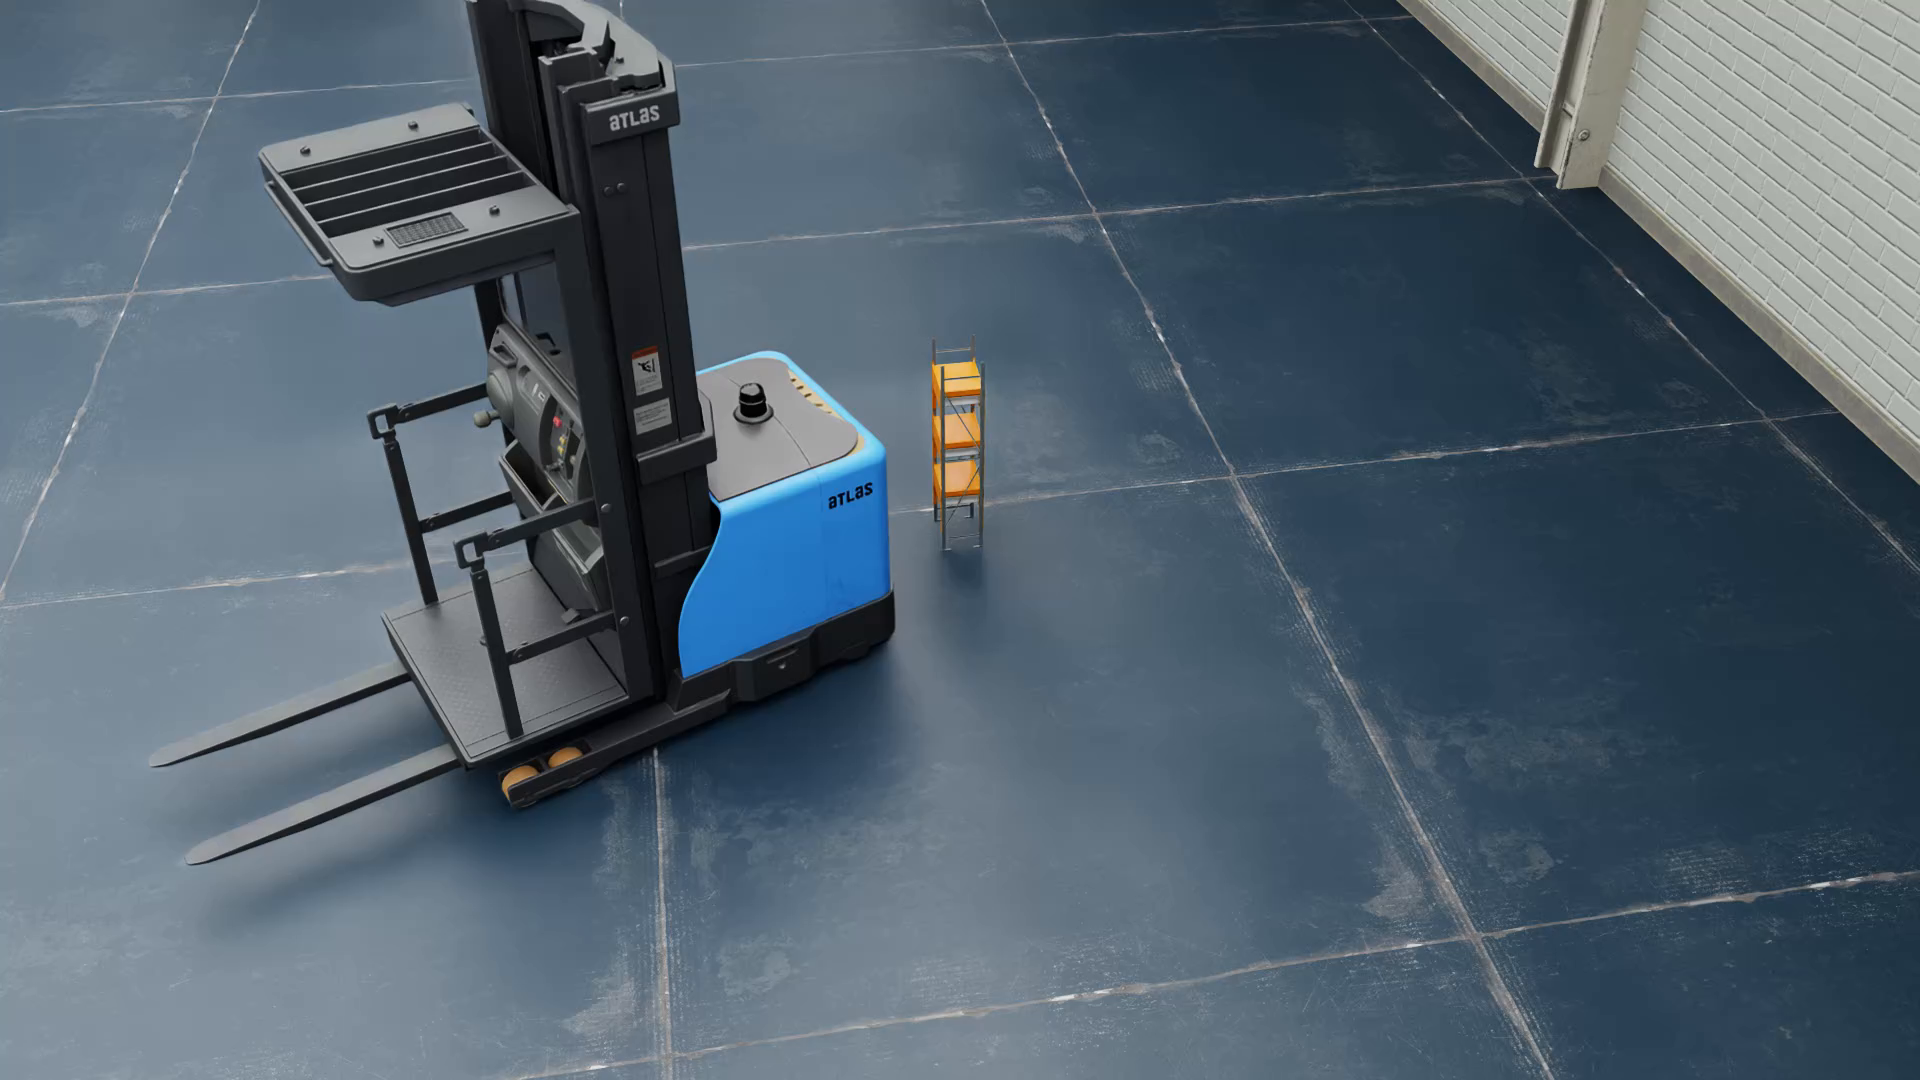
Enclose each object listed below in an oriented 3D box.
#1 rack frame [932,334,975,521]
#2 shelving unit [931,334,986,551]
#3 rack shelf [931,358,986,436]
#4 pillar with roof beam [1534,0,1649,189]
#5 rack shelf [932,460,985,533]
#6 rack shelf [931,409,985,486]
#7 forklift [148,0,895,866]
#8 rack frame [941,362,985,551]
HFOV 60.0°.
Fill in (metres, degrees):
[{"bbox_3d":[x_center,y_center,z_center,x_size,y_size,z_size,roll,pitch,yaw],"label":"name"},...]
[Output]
[{"bbox_3d":[-0.031,-0.521,7.964,0.200,1.050,0.008,-6,38,-8],"label":"rack frame"},{"bbox_3d":[-0.009,-0.447,7.869,0.215,1.050,0.252,-6,38,-8],"label":"shelving unit"},{"bbox_3d":[-0.009,-0.663,7.702,0.215,0.259,0.240,-6,38,-8],"label":"rack shelf"},{"bbox_3d":[-0.088,-5.586,8.005,9.100,9.000,0.400,-6,38,-8],"label":"pillar with roof beam"},{"bbox_3d":[-0.009,-0.219,8.046,0.215,0.259,0.240,-6,38,-8],"label":"rack shelf"},{"bbox_3d":[-0.009,-0.439,7.876,0.215,0.259,0.240,-6,38,-8],"label":"rack shelf"},{"bbox_3d":[-1.806,-0.445,6.334,3.031,2.935,1.130,-22,43,-26],"label":"forklift"},{"bbox_3d":[0.012,-0.373,7.775,0.200,1.050,0.008,-6,38,-8],"label":"rack frame"}]
